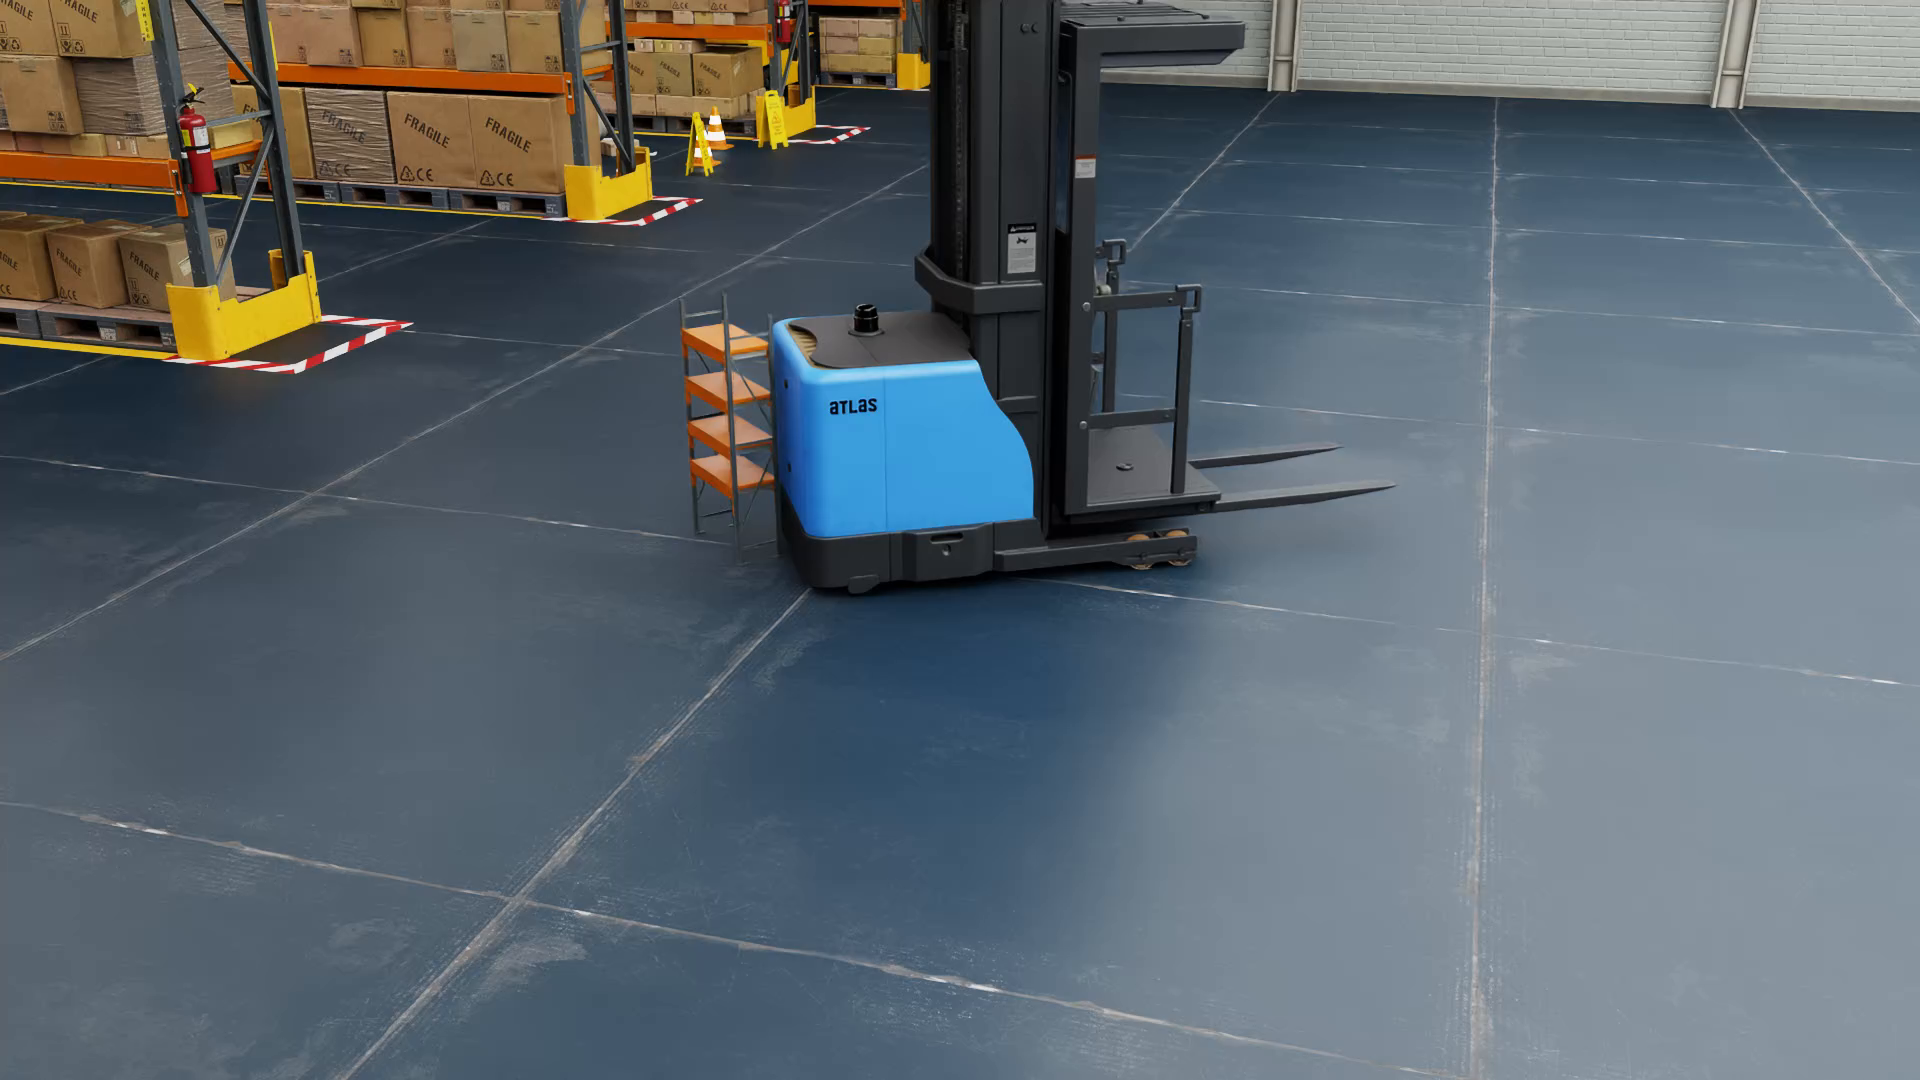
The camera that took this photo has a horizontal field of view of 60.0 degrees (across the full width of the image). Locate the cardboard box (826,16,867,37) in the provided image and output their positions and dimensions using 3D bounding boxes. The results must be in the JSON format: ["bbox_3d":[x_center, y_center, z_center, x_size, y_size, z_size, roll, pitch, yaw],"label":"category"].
[{"bbox_3d":[-1.655,-7.590,24.574,0.500,0.250,0.500,7,23,16],"label":"cardboard box"}]

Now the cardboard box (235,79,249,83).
[{"bbox_3d":[-9.184,-6.201,22.344,0.625,0.372,0.950,5,23,12],"label":"cardboard box"}]

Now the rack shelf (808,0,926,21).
[{"bbox_3d":[-2.548,-8.101,25.015,4.000,0.370,1.077,7,23,16],"label":"rack shelf"}]

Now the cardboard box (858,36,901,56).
[{"bbox_3d":[-1.189,-7.308,24.544,0.500,0.250,0.500,6,23,15],"label":"cardboard box"}]

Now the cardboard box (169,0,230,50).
[{"bbox_3d":[-5.374,-3.616,11.292,0.500,0.500,0.500,7,23,16],"label":"cardboard box"}]

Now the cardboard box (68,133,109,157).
[{"bbox_3d":[-5.752,-2.687,11.198,0.250,0.149,0.380,7,23,16],"label":"cardboard box"}]

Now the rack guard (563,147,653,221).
[{"bbox_3d":[-3.373,-3.442,16.003,0.348,0.500,1.175,7,23,16],"label":"rack guard"}]

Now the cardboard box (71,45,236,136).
[{"bbox_3d":[-5.445,-3.064,11.264,0.500,0.500,0.875,7,23,16],"label":"cardboard box"}]

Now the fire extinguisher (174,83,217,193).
[{"bbox_3d":[-4.949,-2.595,10.745,0.183,0.674,0.296,7,23,16],"label":"fire extinguisher"}]

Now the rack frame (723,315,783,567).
[{"bbox_3d":[-0.965,-0.453,7.794,0.240,1.200,0.015,-14,26,-30],"label":"rack frame"}]

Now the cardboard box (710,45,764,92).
[{"bbox_3d":[-2.779,-5.871,20.713,0.500,0.500,0.500,6,23,14],"label":"cardboard box"}]

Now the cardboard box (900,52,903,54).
[{"bbox_3d":[-1.047,-7.262,25.091,0.500,0.250,0.500,7,23,16],"label":"cardboard box"}]

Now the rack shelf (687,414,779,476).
[{"bbox_3d":[-1.097,-0.469,8.009,0.258,0.148,0.480,-14,26,-30],"label":"rack shelf"}]

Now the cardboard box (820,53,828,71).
[{"bbox_3d":[-2.124,-7.190,24.915,0.500,0.250,0.500,7,23,16],"label":"cardboard box"}]

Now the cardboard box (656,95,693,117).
[{"bbox_3d":[-3.409,-5.384,20.512,0.500,0.250,0.500,7,23,16],"label":"cardboard box"}]

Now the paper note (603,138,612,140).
[{"bbox_3d":[-4.220,-4.834,20.015,0.148,0.019,0.142,-1,22,-3],"label":"paper note"}]

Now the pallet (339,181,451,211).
[{"bbox_3d":[-5.349,-3.505,16.536,1.213,0.211,1.003,7,23,15],"label":"pallet"}]

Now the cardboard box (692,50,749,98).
[{"bbox_3d":[-2.906,-5.673,20.229,0.500,0.500,0.500,7,23,16],"label":"cardboard box"}]

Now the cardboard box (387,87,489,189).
[{"bbox_3d":[-4.908,-3.959,16.214,0.875,0.875,0.875,6,23,15],"label":"cardboard box"}]

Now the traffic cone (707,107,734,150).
[{"bbox_3d":[-2.848,-4.816,19.400,0.334,0.463,0.336,7,23,16],"label":"traffic cone"}]

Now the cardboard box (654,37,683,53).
[{"bbox_3d":[-3.516,-6.018,20.215,0.250,0.149,0.380,7,23,16],"label":"cardboard box"}]

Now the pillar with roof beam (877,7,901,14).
[{"bbox_3d":[-2.283,-9.830,20.377,0.400,9.000,9.100,7,23,16],"label":"pillar with roof beam"}]

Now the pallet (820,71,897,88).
[{"bbox_3d":[-1.377,-6.993,25.040,1.213,0.211,1.003,7,23,16],"label":"pallet"}]

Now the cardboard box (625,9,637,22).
[{"bbox_3d":[-3.941,-6.433,20.330,0.250,0.149,0.380,7,23,16],"label":"cardboard box"}]

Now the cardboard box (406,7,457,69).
[{"bbox_3d":[-4.797,-4.854,15.954,0.550,0.550,0.875,7,23,16],"label":"cardboard box"}]

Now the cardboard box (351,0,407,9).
[{"bbox_3d":[-5.336,-5.373,15.797,0.500,0.550,0.875,7,23,16],"label":"cardboard box"}]

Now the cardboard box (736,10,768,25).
[{"bbox_3d":[-2.483,-6.258,19.905,0.250,0.149,0.380,7,23,17],"label":"cardboard box"}]

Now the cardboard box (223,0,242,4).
[{"bbox_3d":[-6.883,-5.556,16.241,0.550,0.550,0.875,7,23,16],"label":"cardboard box"}]

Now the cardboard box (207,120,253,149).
[{"bbox_3d":[-5.130,-2.812,11.504,0.250,0.149,0.380,7,23,16],"label":"cardboard box"}]

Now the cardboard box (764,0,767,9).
[{"bbox_3d":[-2.437,-6.747,20.243,0.500,0.500,0.500,6,23,15],"label":"cardboard box"}]

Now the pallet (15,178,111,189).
[{"bbox_3d":[-9.158,-3.940,17.597,1.213,0.211,1.003,7,23,16],"label":"pallet"}]

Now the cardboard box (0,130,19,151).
[{"bbox_3d":[-6.460,-2.781,11.429,0.250,0.149,0.380,7,23,16],"label":"cardboard box"}]

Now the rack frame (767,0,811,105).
[{"bbox_3d":[-2.063,-6.411,19.946,0.127,3.000,1.000,7,23,16],"label":"rack frame"}]

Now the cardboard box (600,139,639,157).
[{"bbox_3d":[-3.901,-4.502,19.048,0.380,0.149,0.250,-20,29,-39],"label":"cardboard box"}]

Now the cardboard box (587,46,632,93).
[{"bbox_3d":[-4.394,-5.844,20.646,0.500,0.500,0.500,8,24,18],"label":"cardboard box"}]

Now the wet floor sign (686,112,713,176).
[{"bbox_3d":[-2.797,-4.228,17.728,0.232,0.644,0.267,3,22,6],"label":"wet floor sign"}]

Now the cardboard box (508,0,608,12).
[{"bbox_3d":[-3.740,-5.225,15.435,0.550,0.550,0.875,7,23,16],"label":"cardboard box"}]

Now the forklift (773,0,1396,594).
[{"bbox_3d":[0.646,-1.401,7.823,3.031,2.935,1.130,-6,23,-14],"label":"forklift"}]

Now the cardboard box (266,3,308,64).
[{"bbox_3d":[-6.336,-5.021,16.360,0.550,0.550,0.875,7,23,16],"label":"cardboard box"}]

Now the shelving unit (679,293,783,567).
[{"bbox_3d":[-1.097,-0.531,7.984,0.258,1.200,0.503,-14,26,-30],"label":"shelving unit"}]

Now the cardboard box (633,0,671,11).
[{"bbox_3d":[-3.619,-6.667,20.047,0.500,0.500,0.500,6,23,15],"label":"cardboard box"}]

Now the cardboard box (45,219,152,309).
[{"bbox_3d":[-6.101,-1.976,11.874,0.500,0.500,0.500,13,26,29],"label":"cardboard box"}]

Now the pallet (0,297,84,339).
[{"bbox_3d":[-6.930,-1.765,12.294,1.213,0.211,1.003,7,23,16],"label":"pallet"}]

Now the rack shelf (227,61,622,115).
[{"bbox_3d":[-5.311,-4.488,16.206,4.000,0.370,1.077,7,23,16],"label":"rack shelf"}]

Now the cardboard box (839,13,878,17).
[{"bbox_3d":[-1.518,-7.774,25.023,0.500,0.250,0.500,7,23,16],"label":"cardboard box"}]

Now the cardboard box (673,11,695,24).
[{"bbox_3d":[-3.252,-6.298,20.003,0.250,0.149,0.380,7,23,16],"label":"cardboard box"}]
